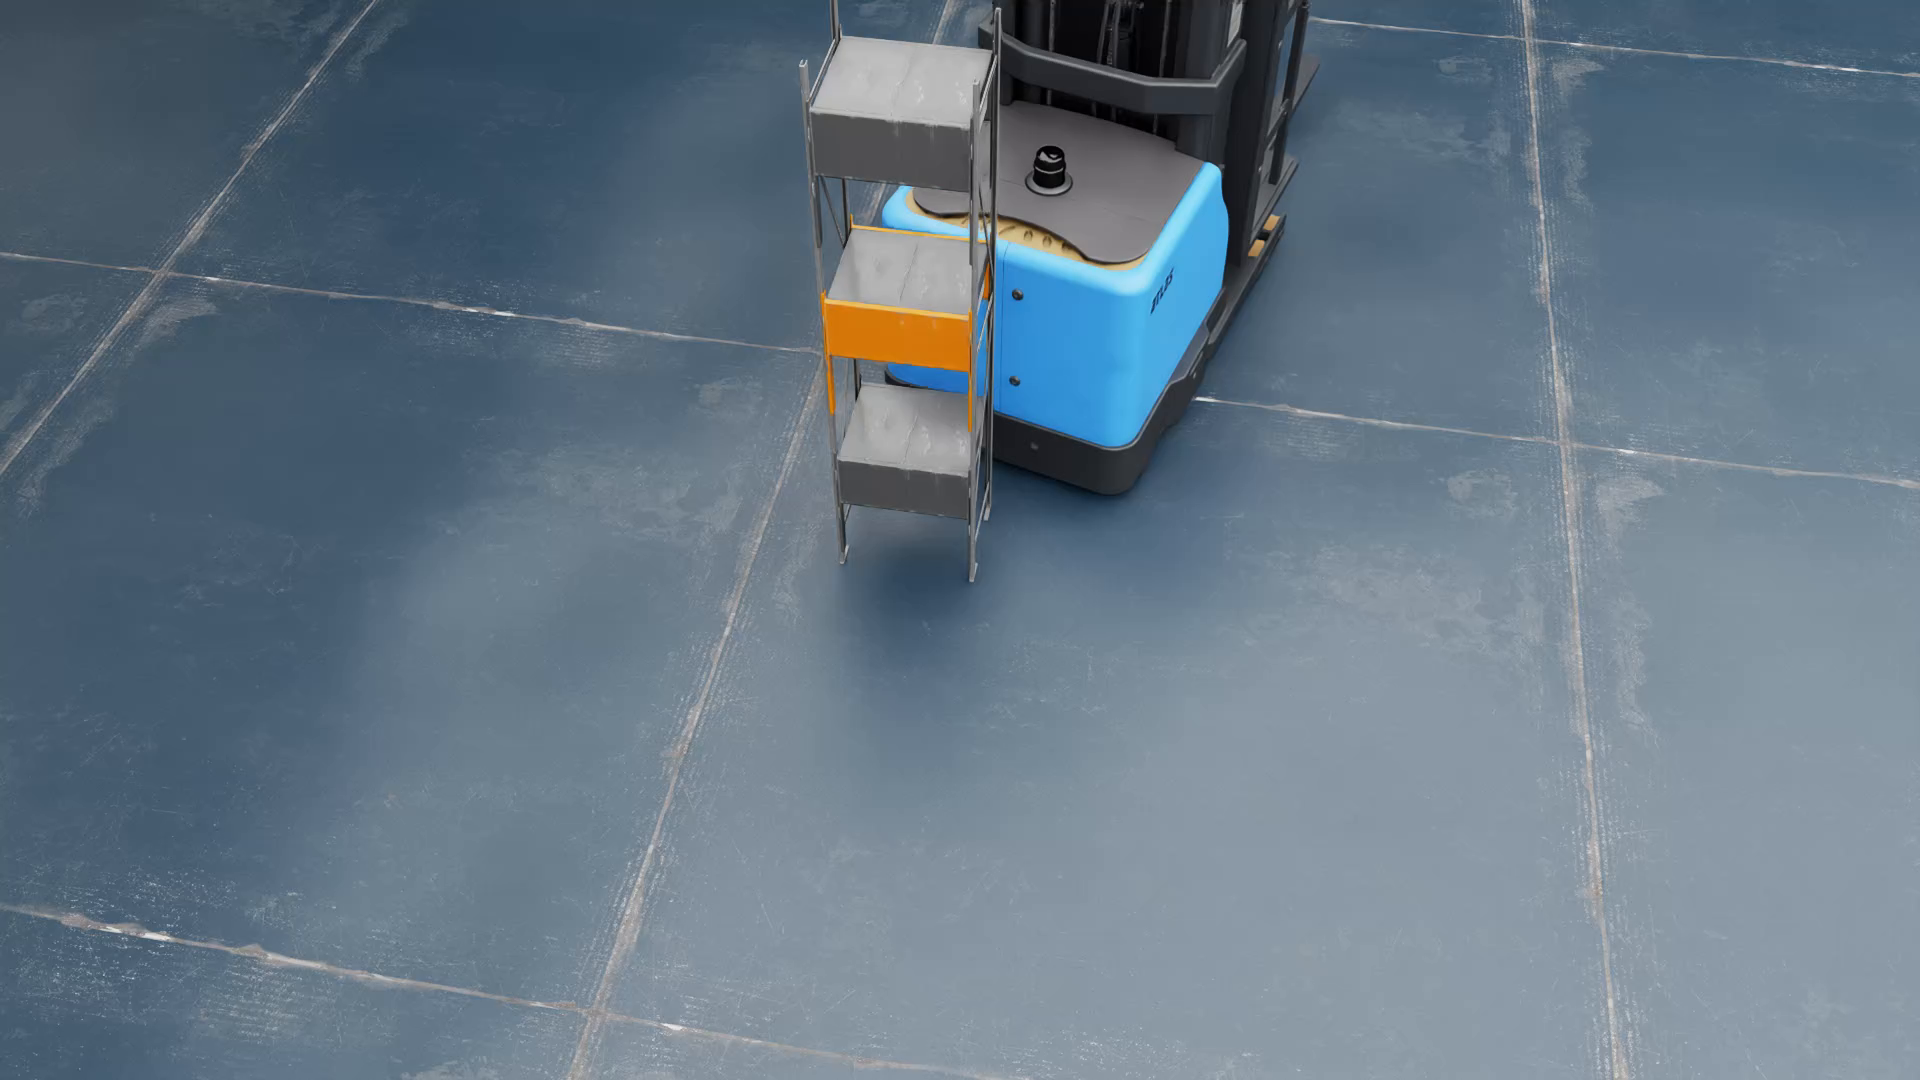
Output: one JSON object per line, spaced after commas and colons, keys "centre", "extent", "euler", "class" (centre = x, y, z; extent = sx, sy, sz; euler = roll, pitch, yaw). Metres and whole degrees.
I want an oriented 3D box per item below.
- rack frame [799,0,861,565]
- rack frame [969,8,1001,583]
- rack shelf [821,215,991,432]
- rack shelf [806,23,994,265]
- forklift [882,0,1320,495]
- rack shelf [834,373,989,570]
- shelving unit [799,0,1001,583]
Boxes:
{"centre": [-0.403, -0.756, 5.518], "extent": [0.015, 2.100, 0.400], "euler": [8, 49, 7], "class": "rack frame"}
{"centre": [0.077, -0.691, 5.460], "extent": [0.015, 2.100, 0.400], "euler": [8, 49, 7], "class": "rack frame"}
{"centre": [-0.163, -0.715, 5.499], "extent": [0.480, 0.518, 0.431], "euler": [8, 49, 7], "class": "rack shelf"}
{"centre": [-0.163, -1.182, 4.978], "extent": [0.480, 0.518, 0.431], "euler": [8, 49, 7], "class": "rack shelf"}
{"centre": [0.793, -2.262, 6.312], "extent": [1.130, 2.935, 3.031], "euler": [19, 51, 17], "class": "forklift"}
{"centre": [-0.163, -0.247, 6.019], "extent": [0.480, 0.518, 0.431], "euler": [8, 49, 7], "class": "rack shelf"}
{"centre": [-0.163, -0.724, 5.489], "extent": [0.503, 2.100, 0.431], "euler": [8, 49, 7], "class": "shelving unit"}
